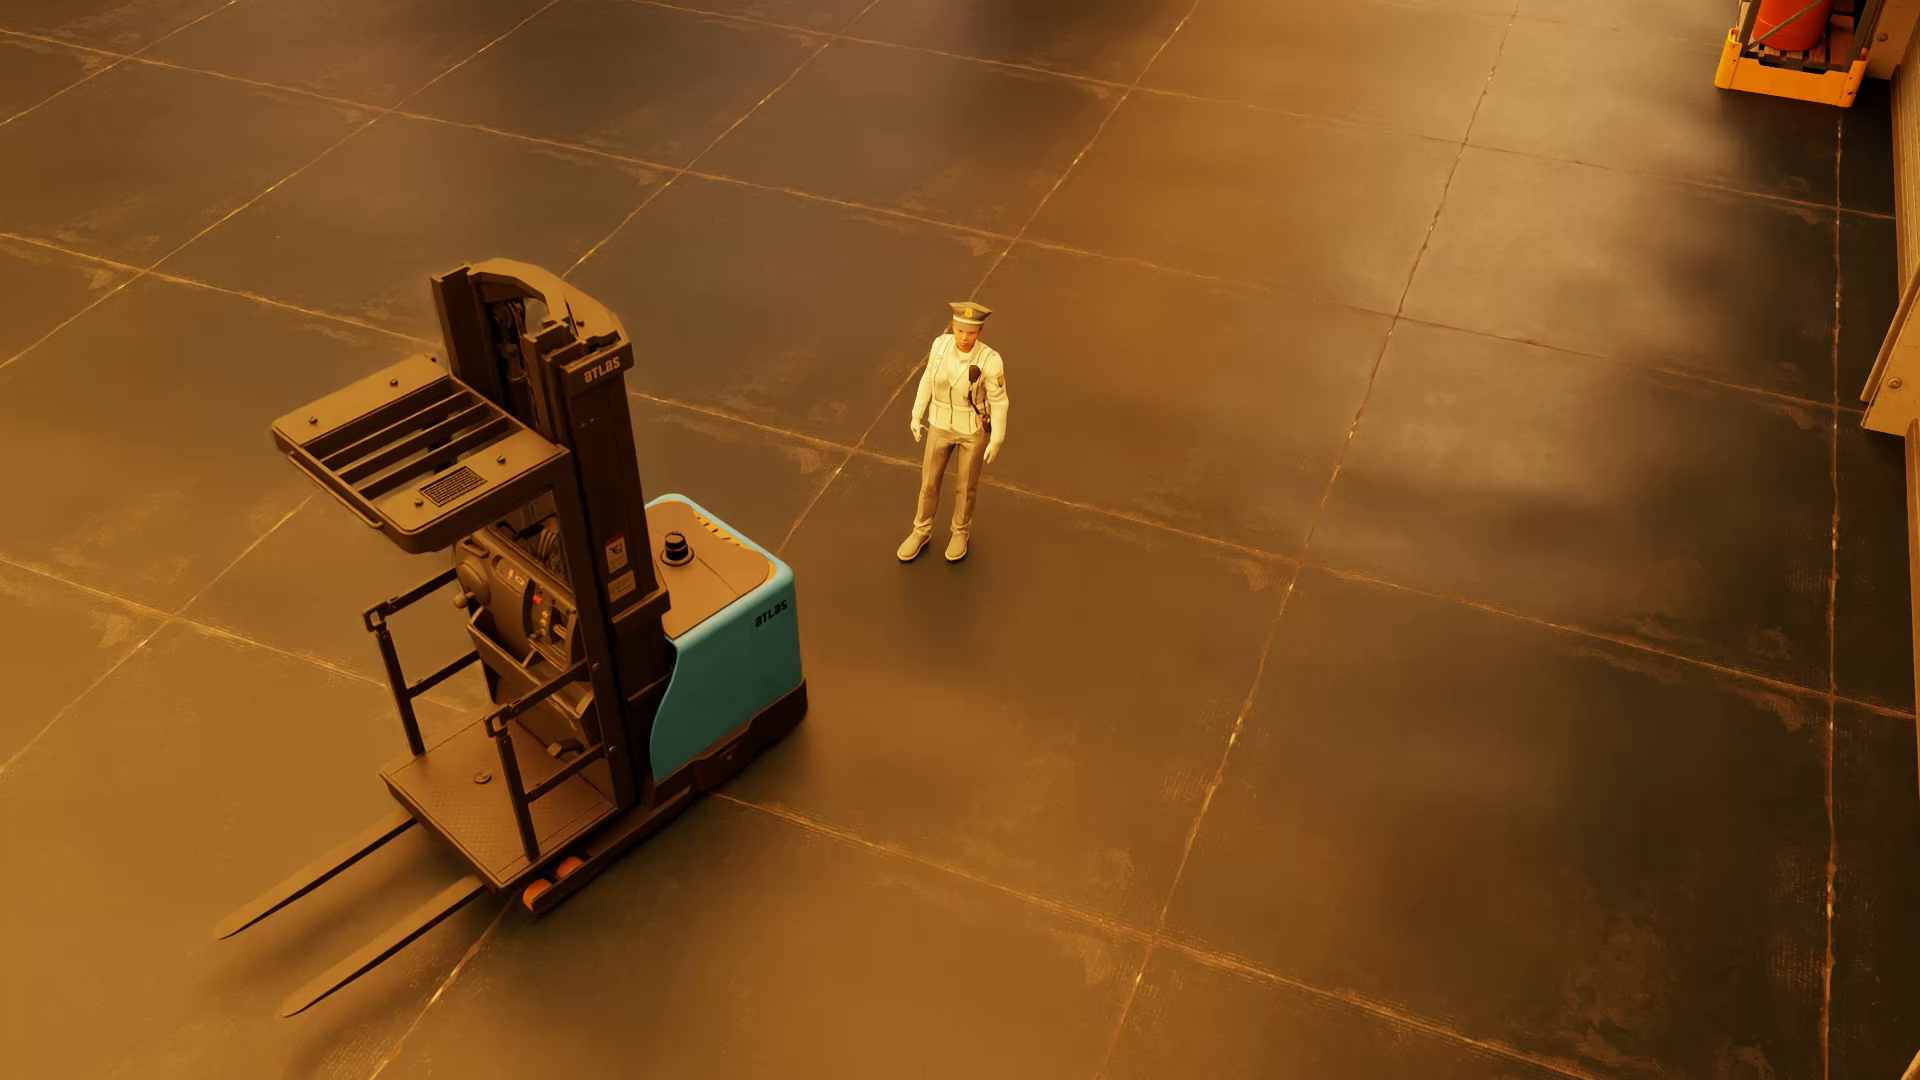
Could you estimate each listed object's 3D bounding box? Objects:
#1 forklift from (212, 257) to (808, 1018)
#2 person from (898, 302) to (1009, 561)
[{"bbox_3d":[-2.209,0.322,7.621,1.130,2.935,3.031,31,49,32],"label":"forklift"},{"bbox_3d":[-0.032,-0.617,9.696,0.588,1.696,0.533,15,42,17],"label":"person"}]
